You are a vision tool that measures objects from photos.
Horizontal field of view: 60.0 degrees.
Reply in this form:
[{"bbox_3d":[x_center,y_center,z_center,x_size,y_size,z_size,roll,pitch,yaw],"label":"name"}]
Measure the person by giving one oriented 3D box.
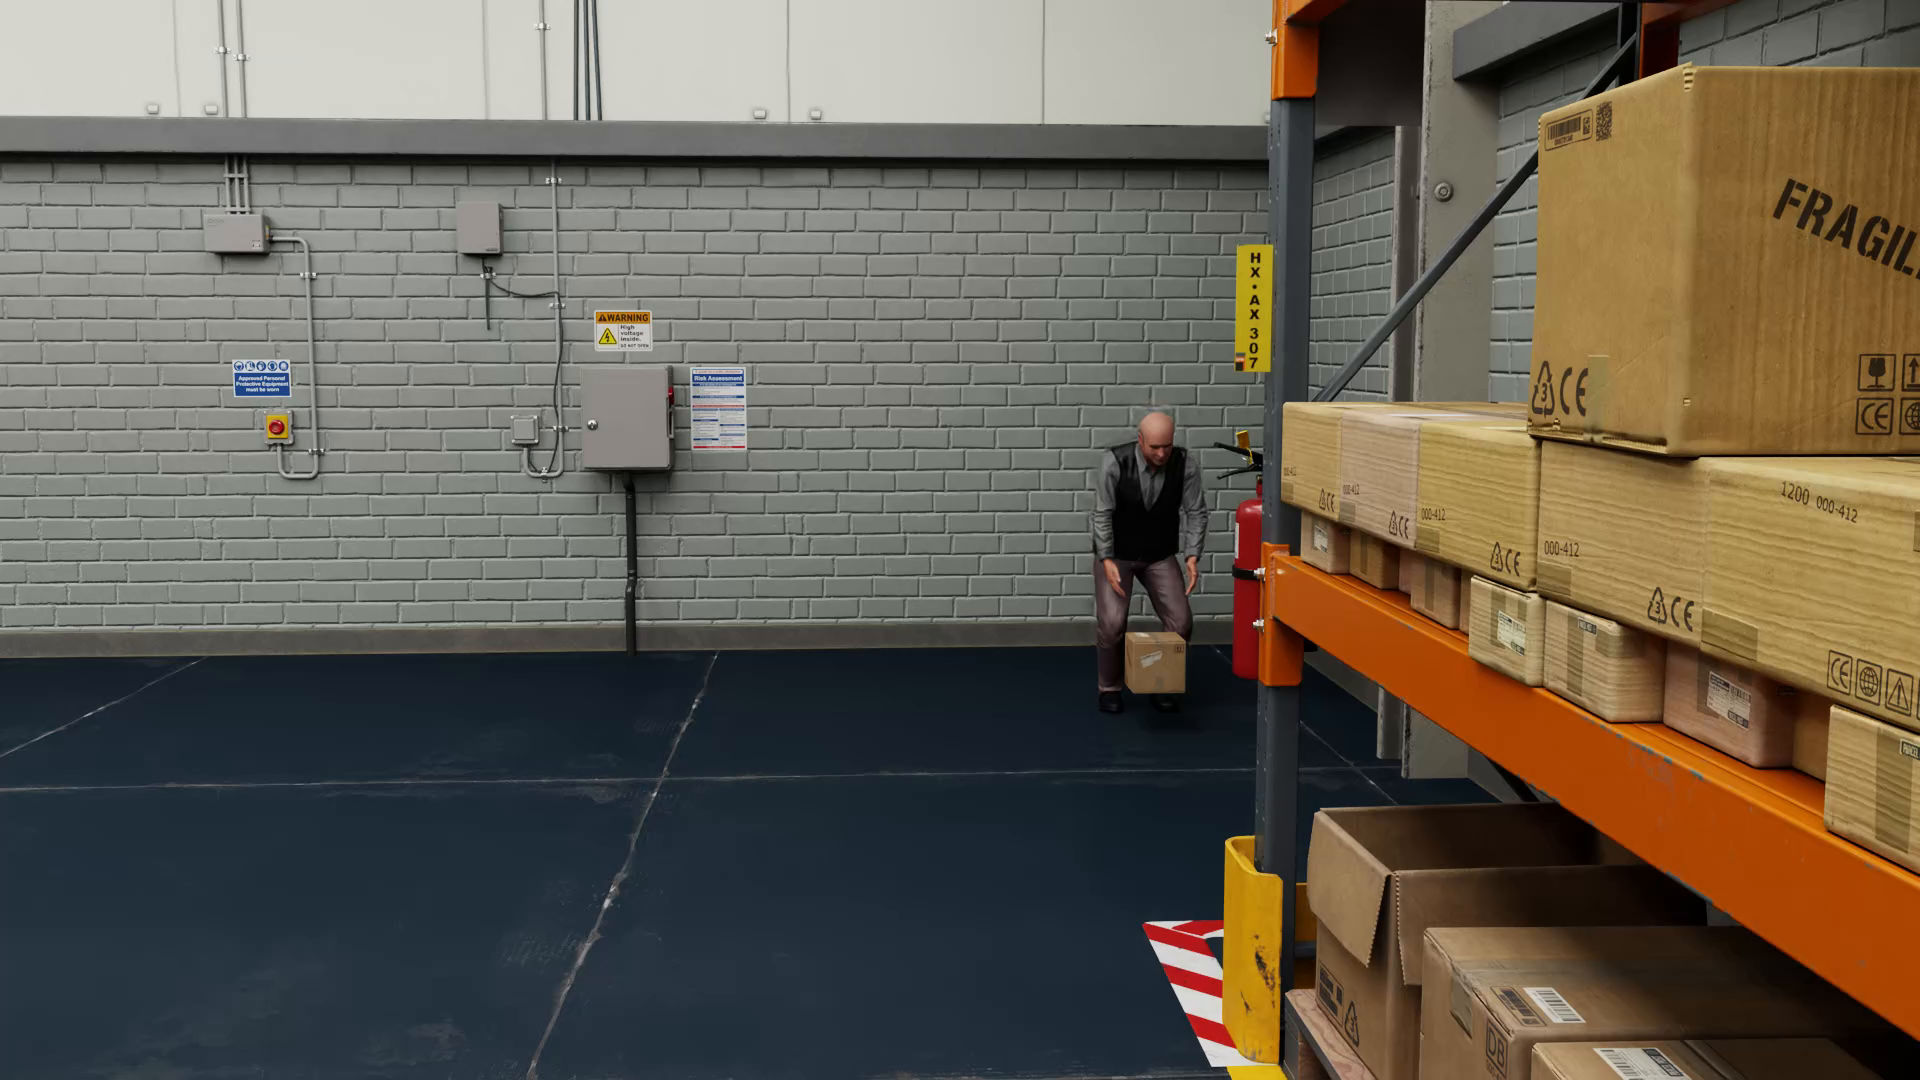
[{"bbox_3d":[0.940,0.107,8.363,0.588,1.514,0.625,0,7,-3],"label":"person"}]
